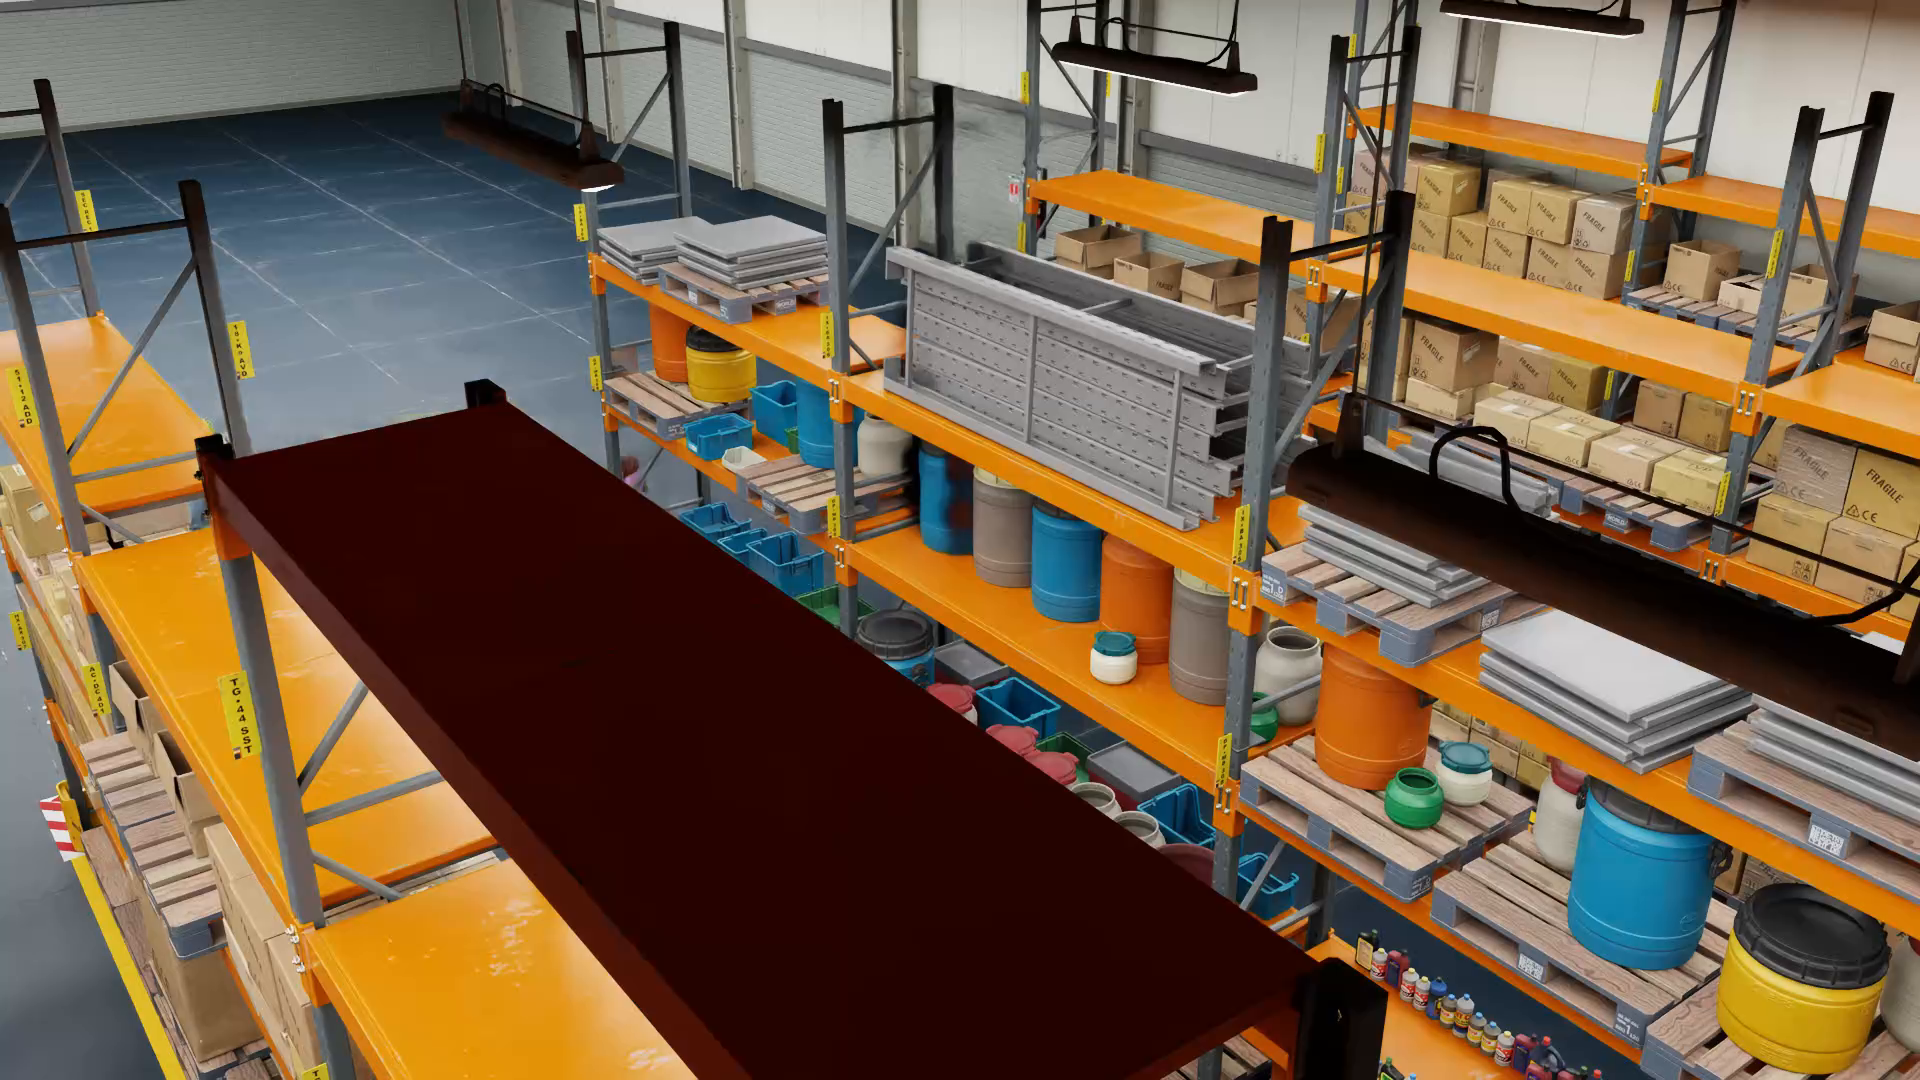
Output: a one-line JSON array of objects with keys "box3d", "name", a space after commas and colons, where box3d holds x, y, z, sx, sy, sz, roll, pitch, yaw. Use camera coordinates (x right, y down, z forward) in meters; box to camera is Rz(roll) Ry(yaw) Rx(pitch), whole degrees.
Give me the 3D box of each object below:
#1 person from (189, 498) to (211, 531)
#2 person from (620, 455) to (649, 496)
[{"box3d": [-8.224, -0.498, 18.075, 0.702, 1.693, 0.680, -1, 25, -3], "name": "person"}, {"box3d": [-3.393, -0.193, 17.565, 0.533, 1.546, 0.569, 1, 25, 3], "name": "person"}]
